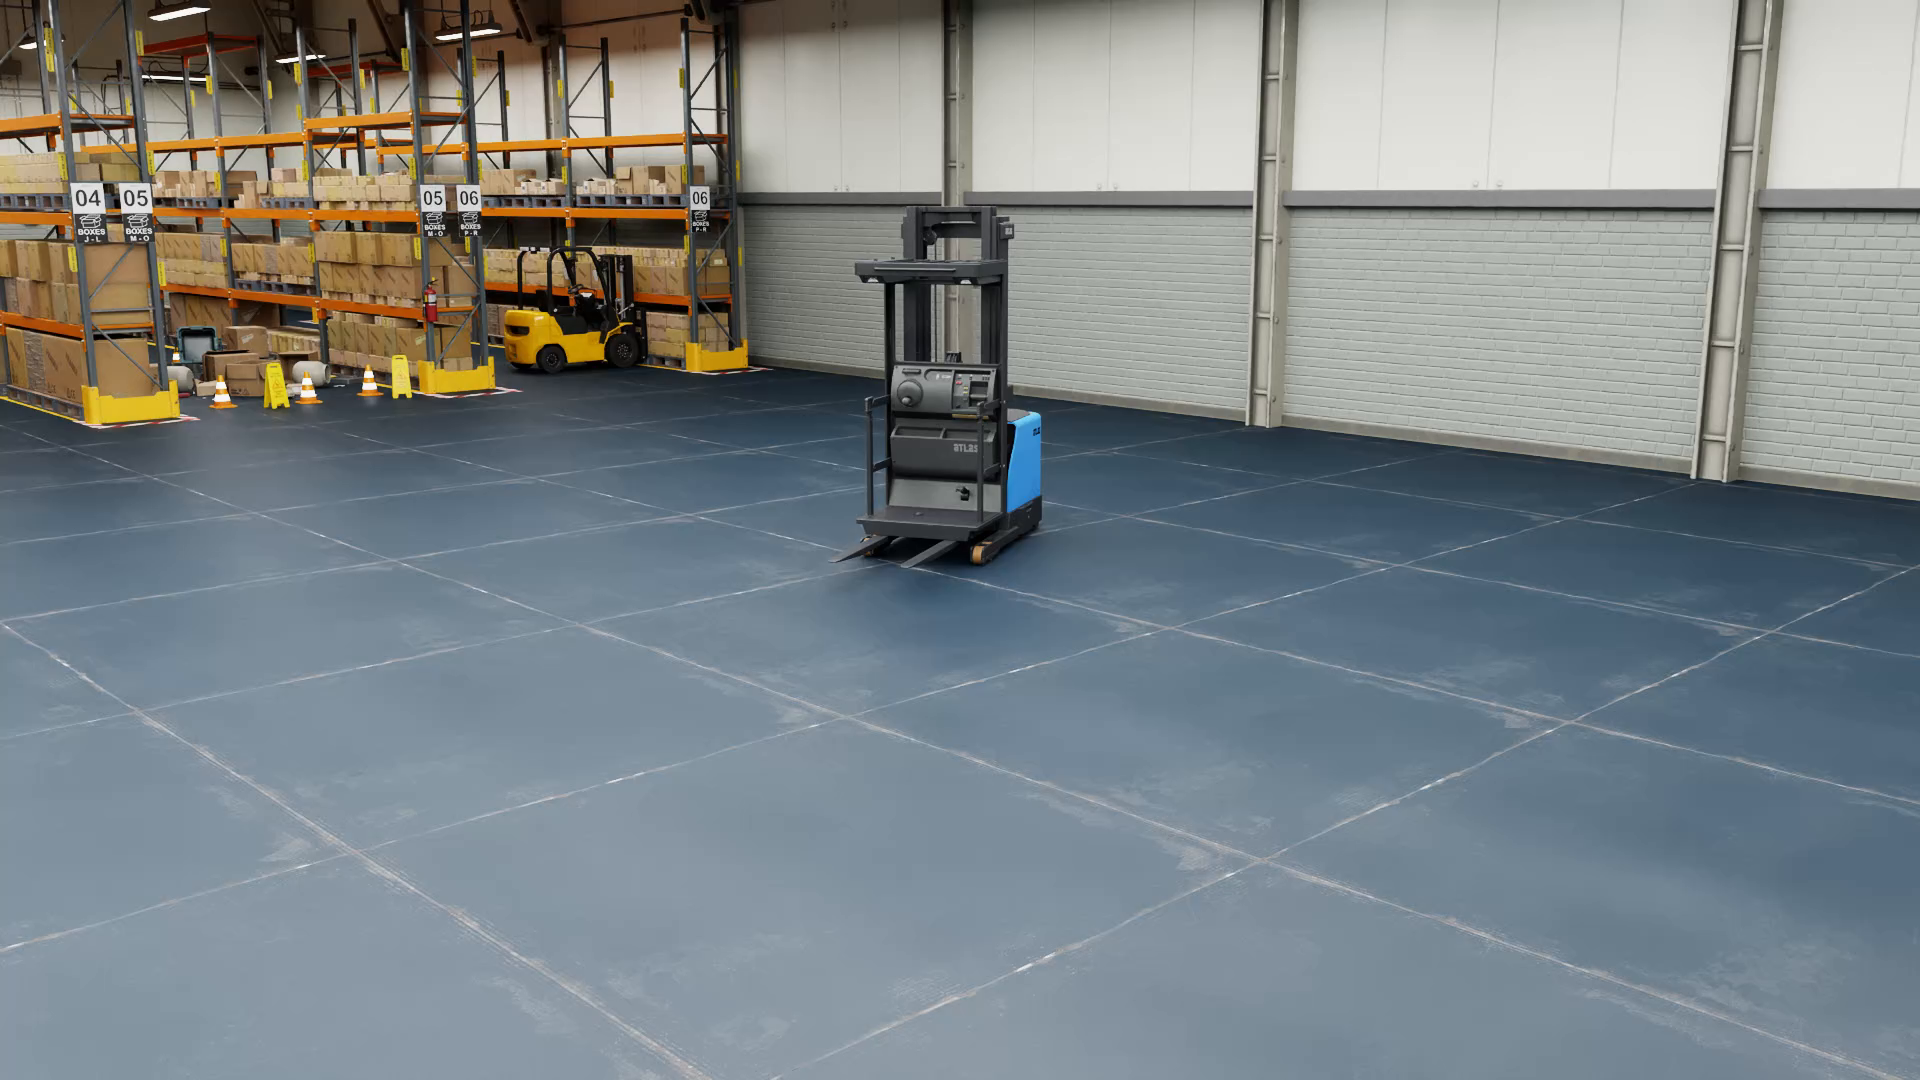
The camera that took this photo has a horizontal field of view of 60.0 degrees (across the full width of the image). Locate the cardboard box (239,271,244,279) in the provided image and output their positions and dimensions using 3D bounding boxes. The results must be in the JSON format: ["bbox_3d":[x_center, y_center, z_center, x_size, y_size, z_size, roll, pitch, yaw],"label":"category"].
[{"bbox_3d":[-13.383,-5.024,31.445,0.250,0.149,0.380,11,16,42],"label":"cardboard box"}]

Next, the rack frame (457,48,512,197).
[{"bbox_3d":[-9.886,-8.645,34.573,1.000,3.000,0.127,-11,16,-43],"label":"rack frame"}]

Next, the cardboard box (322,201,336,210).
[{"bbox_3d":[-10.534,-5.651,28.095,0.380,0.149,0.250,-11,16,-42],"label":"cardboard box"}]

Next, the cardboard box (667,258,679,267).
[{"bbox_3d":[-5.001,-4.951,29.652,0.380,0.149,0.250,-11,16,-42],"label":"cardboard box"}]

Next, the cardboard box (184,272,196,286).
[{"bbox_3d":[-15.083,-5.197,33.077,0.500,0.250,0.500,-11,16,-43],"label":"cardboard box"}]

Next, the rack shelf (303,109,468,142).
[{"bbox_3d":[-9.329,-6.723,27.035,1.077,0.370,4.000,-11,16,-43],"label":"rack shelf"}]

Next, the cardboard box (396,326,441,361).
[{"bbox_3d":[-8.690,-3.154,26.702,0.500,0.500,0.500,-11,16,-42],"label":"cardboard box"}]

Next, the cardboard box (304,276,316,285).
[{"bbox_3d":[-11.266,-4.550,29.145,0.380,0.149,0.250,-11,16,-42],"label":"cardboard box"}]

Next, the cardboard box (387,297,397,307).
[{"bbox_3d":[-8.978,-3.844,26.759,0.380,0.149,0.250,-11,16,-42],"label":"cardboard box"}]

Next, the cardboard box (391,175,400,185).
[{"bbox_3d":[-8.735,-5.670,26.210,0.380,0.149,0.250,-11,16,-43],"label":"cardboard box"}]

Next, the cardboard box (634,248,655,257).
[{"bbox_3d":[-5.715,-5.247,30.353,0.380,0.149,0.250,-10,16,-41],"label":"cardboard box"}]

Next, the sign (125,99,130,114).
[{"bbox_3d":[-18.595,-9.690,37.134,0.100,0.325,0.005,-11,16,-43],"label":"sign"}]

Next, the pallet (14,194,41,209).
[{"bbox_3d":[-12.825,-4.853,23.821,1.003,0.211,1.213,-11,16,-43],"label":"pallet"}]

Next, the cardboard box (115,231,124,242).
[{"bbox_3d":[-17.804,-6.390,35.768,0.500,0.500,0.500,-11,16,-42],"label":"cardboard box"}]

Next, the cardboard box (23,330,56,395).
[{"bbox_3d":[-13.212,-2.659,24.608,0.875,0.875,0.875,-11,16,-42],"label":"cardboard box"}]

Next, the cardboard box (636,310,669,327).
[{"bbox_3d":[-5.617,-4.058,30.469,0.500,0.250,0.500,-11,16,-42],"label":"cardboard box"}]

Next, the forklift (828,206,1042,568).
[{"bbox_3d":[-0.210,-1.316,14.033,1.130,2.935,3.031,4,12,19],"label":"forklift"}]

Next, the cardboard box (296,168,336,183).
[{"bbox_3d":[-11.203,-6.344,28.929,0.500,0.250,0.500,-10,16,-41],"label":"cardboard box"}]

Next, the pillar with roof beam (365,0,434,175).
[{"bbox_3d":[-15.590,-8.856,35.597,9.100,9.000,0.548,-11,16,-43],"label":"pillar with roof beam"}]

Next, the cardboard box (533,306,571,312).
[{"bbox_3d":[-8.022,-4.355,33.459,0.875,0.625,0.625,-11,16,-43],"label":"cardboard box"}]

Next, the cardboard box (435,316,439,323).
[{"bbox_3d":[-11.407,-4.944,36.628,0.500,0.500,0.500,11,16,43],"label":"cardboard box"}]

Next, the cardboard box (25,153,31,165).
[{"bbox_3d":[-12.814,-5.321,23.231,0.380,0.149,0.250,-11,16,-43],"label":"cardboard box"}]

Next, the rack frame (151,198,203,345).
[{"bbox_3d":[-16.235,-5.598,34.652,1.000,3.000,0.127,-11,16,-43],"label":"rack frame"}]

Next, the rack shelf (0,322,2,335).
[{"bbox_3d":[-15.602,-3.666,27.054,1.077,0.370,4.000,-11,16,-43],"label":"rack shelf"}]

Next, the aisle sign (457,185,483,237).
[{"bbox_3d":[-7.681,-5.155,26.054,0.394,0.787,0.004,-11,16,-43],"label":"aisle sign"}]

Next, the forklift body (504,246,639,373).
[{"bbox_3d":[-6.990,-4.146,29.706,2.313,2.155,1.214,-11,16,-43],"label":"forklift body"}]

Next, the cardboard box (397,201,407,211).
[{"bbox_3d":[-8.592,-5.238,26.091,0.380,0.149,0.250,-11,16,-42],"label":"cardboard box"}]

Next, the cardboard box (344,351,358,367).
[{"bbox_3d":[-10.122,-3.090,28.248,0.500,0.250,0.500,-10,15,-39],"label":"cardboard box"}]

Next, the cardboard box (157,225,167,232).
[{"bbox_3d":[-16.678,-6.455,34.478,0.380,0.149,0.250,-11,16,-44],"label":"cardboard box"}]

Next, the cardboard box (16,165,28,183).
[{"bbox_3d":[-13.037,-5.191,23.588,0.500,0.250,0.500,-11,16,-42],"label":"cardboard box"}]

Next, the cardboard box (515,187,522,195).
[{"bbox_3d":[-8.635,-6.955,33.135,0.380,0.149,0.250,-11,16,-43],"label":"cardboard box"}]

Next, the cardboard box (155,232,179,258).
[{"bbox_3d":[-16.139,-6.033,34.034,0.500,0.500,0.500,-11,16,-42],"label":"cardboard box"}]

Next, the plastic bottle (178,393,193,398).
[{"bbox_3d":[-11.948,-2.223,25.548,0.133,0.061,0.283,6,13,26],"label":"plastic bottle"}]

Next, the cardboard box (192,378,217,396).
[{"bbox_3d":[-11.702,-2.393,25.869,0.396,0.266,0.258,-8,14,-33],"label":"cardboard box"}]

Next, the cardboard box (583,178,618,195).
[{"bbox_3d":[-6.725,-6.648,31.244,0.500,0.311,0.500,-10,16,-41],"label":"cardboard box"}]

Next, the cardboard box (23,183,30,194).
[{"bbox_3d":[-12.986,-4.967,23.489,0.380,0.149,0.250,-11,16,-42],"label":"cardboard box"}]

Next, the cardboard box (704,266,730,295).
[{"bbox_3d":[-4.502,-4.699,30.040,0.500,0.500,0.500,-10,15,-41],"label":"cardboard box"}]

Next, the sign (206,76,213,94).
[{"bbox_3d":[-13.872,-8.410,30.724,0.100,0.325,0.005,-11,16,-43],"label":"sign"}]

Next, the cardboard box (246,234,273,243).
[{"bbox_3d":[-13.637,-5.659,32.222,0.500,0.500,0.500,11,16,43],"label":"cardboard box"}]

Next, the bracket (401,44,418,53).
[{"bbox_3d":[-12.447,-11.109,37.612,0.235,0.232,0.430,-11,16,-43],"label":"bracket"}]

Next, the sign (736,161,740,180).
[{"bbox_3d":[-3.955,-6.552,29.483,0.100,0.325,0.005,-11,16,-43],"label":"sign"}]

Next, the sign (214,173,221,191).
[{"bbox_3d":[-13.880,-6.700,31.086,0.100,0.325,0.005,-11,16,-43],"label":"sign"}]

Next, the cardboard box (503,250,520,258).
[{"bbox_3d":[-9.112,-5.844,33.990,0.380,0.149,0.250,-11,16,-42],"label":"cardboard box"}]

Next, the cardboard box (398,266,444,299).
[{"bbox_3d":[-8.522,-4.083,26.309,0.500,0.500,0.500,-11,16,-44],"label":"cardboard box"}]

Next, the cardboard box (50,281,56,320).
[{"bbox_3d":[-12.439,-3.440,23.805,0.875,0.550,0.550,-11,16,-43],"label":"cardboard box"}]

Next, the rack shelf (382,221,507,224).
[{"bbox_3d":[-11.267,-7.116,36.365,1.077,0.370,4.000,-11,16,-43],"label":"rack shelf"}]

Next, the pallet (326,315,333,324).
[{"bbox_3d":[-14.806,-5.381,40.508,1.003,0.211,1.213,-11,16,-43],"label":"pallet"}]

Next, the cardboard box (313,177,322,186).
[{"bbox_3d":[-10.729,-6.076,28.183,0.380,0.149,0.250,-11,16,-44],"label":"cardboard box"}]

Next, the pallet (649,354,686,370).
[{"bbox_3d":[-4.919,-3.279,30.306,1.003,0.211,1.213,-11,16,-43],"label":"pallet"}]

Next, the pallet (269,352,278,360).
[{"bbox_3d":[-12.096,-3.357,30.681,1.003,0.211,1.213,-11,16,-43],"label":"pallet"}]

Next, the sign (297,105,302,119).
[{"bbox_3d":[-15.803,-10.233,39.770,0.100,0.325,0.005,-11,16,-43],"label":"sign"}]

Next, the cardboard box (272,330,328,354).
[{"bbox_3d":[-12.055,-3.631,30.576,0.950,0.372,0.625,-10,15,-41],"label":"cardboard box"}]
